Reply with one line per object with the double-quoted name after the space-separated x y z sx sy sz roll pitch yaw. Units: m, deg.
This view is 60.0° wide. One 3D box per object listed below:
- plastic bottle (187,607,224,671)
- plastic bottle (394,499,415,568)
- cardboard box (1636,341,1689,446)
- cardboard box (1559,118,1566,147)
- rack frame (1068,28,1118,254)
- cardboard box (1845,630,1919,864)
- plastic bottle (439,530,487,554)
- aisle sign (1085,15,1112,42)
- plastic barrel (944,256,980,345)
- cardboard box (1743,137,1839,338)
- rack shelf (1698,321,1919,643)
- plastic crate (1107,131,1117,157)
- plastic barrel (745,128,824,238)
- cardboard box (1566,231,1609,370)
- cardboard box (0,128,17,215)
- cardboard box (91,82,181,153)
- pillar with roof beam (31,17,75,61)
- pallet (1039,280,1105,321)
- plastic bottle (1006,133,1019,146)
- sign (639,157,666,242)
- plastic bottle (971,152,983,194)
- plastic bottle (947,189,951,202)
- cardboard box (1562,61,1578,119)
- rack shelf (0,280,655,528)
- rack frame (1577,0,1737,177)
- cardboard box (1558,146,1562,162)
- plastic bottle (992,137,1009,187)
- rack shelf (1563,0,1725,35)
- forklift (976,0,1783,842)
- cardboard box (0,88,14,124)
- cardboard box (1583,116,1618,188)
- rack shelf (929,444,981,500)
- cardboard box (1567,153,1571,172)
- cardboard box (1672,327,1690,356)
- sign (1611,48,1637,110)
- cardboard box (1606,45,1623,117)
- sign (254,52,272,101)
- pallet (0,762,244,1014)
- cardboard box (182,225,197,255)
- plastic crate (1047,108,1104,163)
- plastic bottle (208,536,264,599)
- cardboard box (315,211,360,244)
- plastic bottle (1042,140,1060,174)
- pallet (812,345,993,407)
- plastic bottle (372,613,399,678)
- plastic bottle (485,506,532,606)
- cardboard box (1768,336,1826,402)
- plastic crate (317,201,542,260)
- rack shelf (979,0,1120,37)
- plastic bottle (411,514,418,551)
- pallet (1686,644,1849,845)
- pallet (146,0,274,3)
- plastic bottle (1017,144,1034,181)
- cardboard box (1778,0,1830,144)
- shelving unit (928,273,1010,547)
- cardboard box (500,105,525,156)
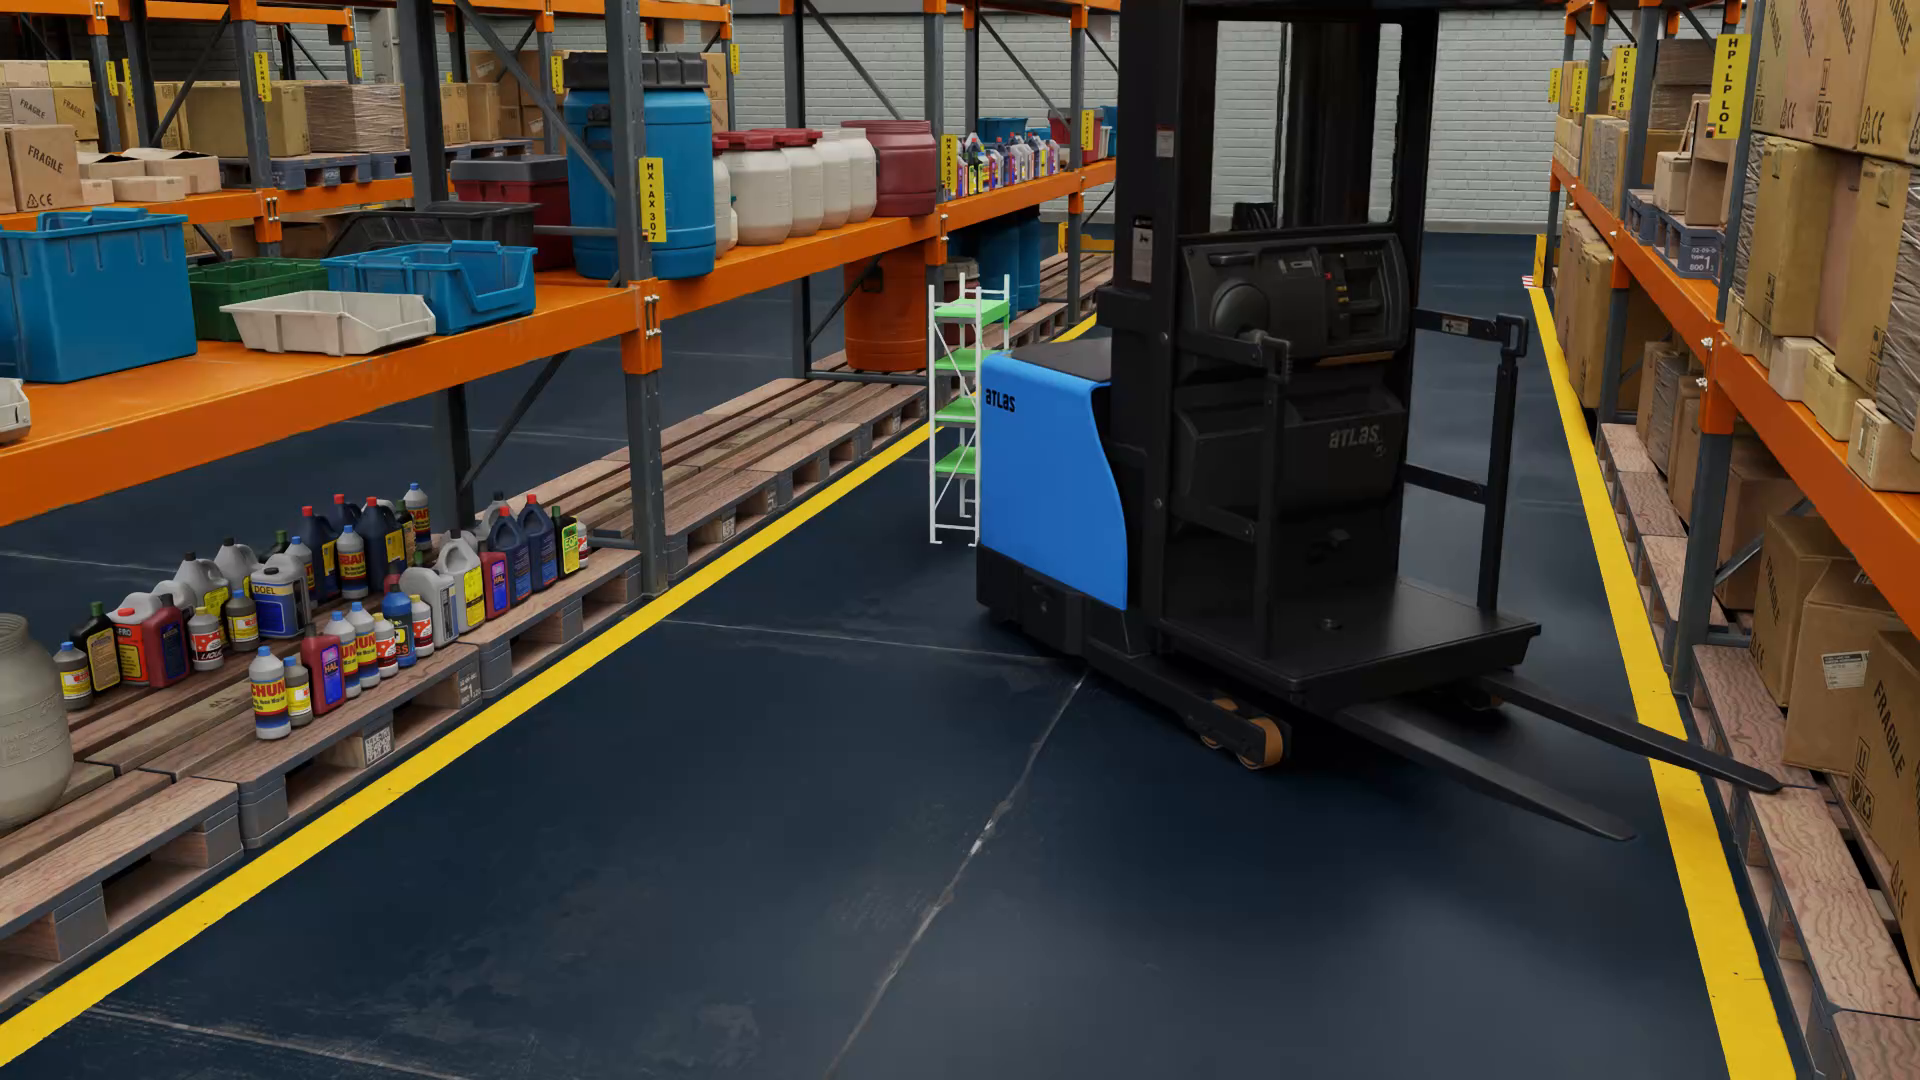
-2.506 0.322 5.518 0.097 0.201 0.097 0 16 0 "plastic bottle"
-2.207 -0.010 6.539 0.061 0.283 0.133 5 16 16 "plastic bottle"
3.981 -0.744 8.729 0.700 0.500 0.500 4 16 13 "cardboard box"
5.743 -3.703 15.118 0.500 0.250 0.500 4 16 14 "cardboard box"
1.677 -4.389 17.805 1.000 3.000 0.127 5 16 16 "rack frame"
2.607 0.556 4.183 0.500 0.500 0.500 3 16 11 "cardboard box"
-1.844 0.086 6.215 0.152 0.276 0.135 5 16 16 "plastic bottle"
1.413 -5.681 17.598 0.394 0.787 0.004 5 16 16 "aisle sign"
-0.153 -1.762 12.195 0.600 0.588 0.708 5 16 16 "plastic barrel"
2.653 -0.815 4.478 0.875 0.500 0.500 5 16 16 "cardboard box"
2.447 0.004 3.636 1.077 0.370 4.000 5 16 16 "rack shelf"
1.339 -3.780 15.855 0.416 0.233 0.300 5 16 16 "plastic crate"
-0.920 -1.853 8.616 0.433 0.535 0.433 0 16 0 "plastic barrel"
4.629 -1.503 10.755 1.225 0.875 0.875 5 16 16 "cardboard box"
-5.955 -2.151 9.732 0.500 0.500 0.500 5 16 16 "cardboard box"
-8.788 -4.395 17.279 0.980 0.700 0.700 5 17 17 "cardboard box"
-5.461 -6.913 15.711 9.100 9.000 0.400 5 16 16 "pillar with roof beam"
0.712 -2.196 15.185 1.003 0.211 1.213 5 16 16 "pallet"
0.402 -3.015 13.054 0.144 0.351 0.185 5 16 16 "plastic bottle"
-1.209 -1.337 6.538 0.100 0.325 0.005 5 16 16 "sign"
0.115 -2.541 11.503 0.061 0.283 0.133 5 16 16 "plastic bottle"
-0.104 -2.350 10.854 0.097 0.271 0.097 0 16 0 "plastic bottle"
5.747 -4.065 15.019 0.500 0.500 0.500 4 16 14 "cardboard box"
-2.302 -0.380 4.990 1.077 0.370 4.000 5 16 16 "rack shelf"
5.289 -2.958 12.761 1.000 3.000 0.127 5 16 16 "rack frame"
5.718 -3.547 15.299 0.380 0.149 0.250 4 16 15 "cardboard box"
0.280 -2.764 12.169 0.144 0.351 0.185 5 16 16 "plastic bottle"
5.857 -4.578 14.295 1.077 0.370 4.000 5 16 16 "rack shelf"
1.238 -0.825 5.367 1.130 2.935 3.031 -9 18 -29 "forklift"
-9.134 -3.906 15.338 0.500 0.500 0.500 5 16 16 "cardboard box"
4.777 -2.774 11.928 0.500 0.500 0.500 5 16 16 "cardboard box"
0.047 -0.328 7.901 0.258 0.148 0.480 5 16 16 "rack shelf"
5.281 -3.144 13.878 0.380 0.149 0.250 5 17 17 "cardboard box"
3.991 -1.104 8.624 0.500 0.250 0.500 5 17 18 "cardboard box"
3.619 -2.511 9.062 0.100 0.325 0.005 5 16 16 "sign"
5.115 -3.321 12.019 0.797 0.503 0.637 4 16 14 "cardboard box"
-4.811 -3.196 11.477 0.100 0.325 0.005 5 16 16 "sign"
-2.657 0.903 4.258 1.003 0.211 1.213 5 16 16 "pallet"
-8.647 -3.298 17.769 0.700 0.500 0.500 5 17 17 "cardboard box"
1.034 -3.616 14.853 0.402 0.464 0.583 5 16 16 "plastic crate"
-2.535 0.153 5.840 0.144 0.351 0.185 4 16 15 "plastic bottle"
-5.005 -2.597 13.887 0.500 0.250 0.500 4 16 15 "cardboard box"
0.738 -3.154 13.680 0.152 0.276 0.135 5 16 16 "plastic bottle"
-0.412 -1.164 11.545 1.003 0.211 1.213 5 16 16 "pallet"
-1.902 0.340 5.456 0.097 0.201 0.097 0 16 0 "plastic bottle"
-1.694 0.055 6.188 0.144 0.351 0.185 4 16 13 "plastic bottle"
2.366 -0.451 4.383 0.380 0.149 0.250 5 16 16 "cardboard box"
-2.004 -1.092 6.297 0.767 0.338 0.504 5 16 16 "plastic crate"
1.109 -4.962 15.649 1.077 0.370 4.000 5 16 16 "rack shelf"
-2.273 -0.039 6.790 0.097 0.201 0.097 0 16 0 "plastic bottle"
2.859 0.655 5.134 1.003 0.211 1.213 5 16 16 "pallet"
-8.367 -6.042 18.300 1.003 0.211 1.213 5 16 16 "pallet"
0.491 -2.927 12.878 0.152 0.276 0.135 5 16 16 "plastic bottle"
2.503 -1.308 4.384 0.500 0.500 0.500 5 16 16 "cardboard box"
0.047 -0.621 7.818 0.258 1.200 0.503 5 16 16 "shelving unit"
-4.312 -3.926 15.991 0.500 0.500 0.500 5 17 17 "cardboard box"
